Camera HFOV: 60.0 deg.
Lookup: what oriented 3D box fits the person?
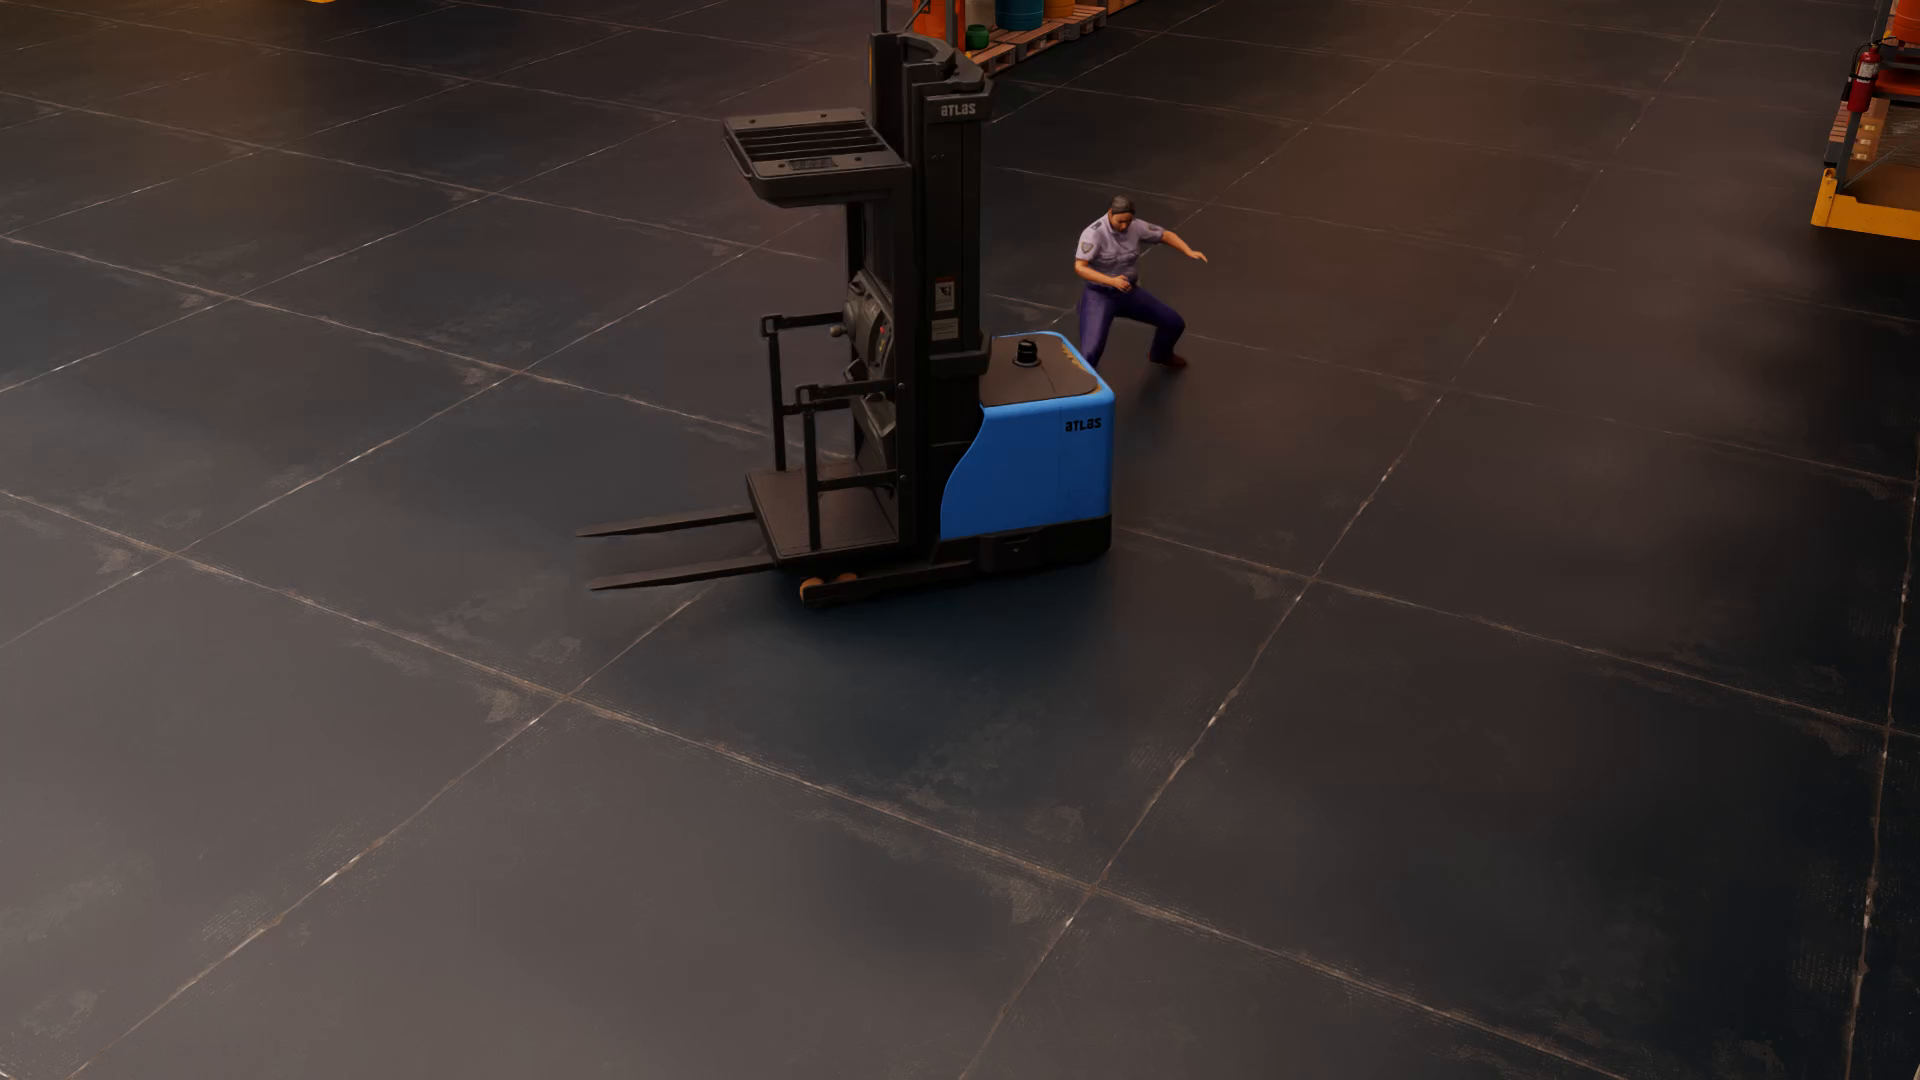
[{"bbox_3d":[1.169,-1.671,11.465,1.228,1.432,0.635,-13,33,-22],"label":"person"}]

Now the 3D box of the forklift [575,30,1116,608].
[{"bbox_3d":[-0.685,-1.182,9.118,3.031,2.935,1.130,-8,31,-14],"label":"forklift"}]
